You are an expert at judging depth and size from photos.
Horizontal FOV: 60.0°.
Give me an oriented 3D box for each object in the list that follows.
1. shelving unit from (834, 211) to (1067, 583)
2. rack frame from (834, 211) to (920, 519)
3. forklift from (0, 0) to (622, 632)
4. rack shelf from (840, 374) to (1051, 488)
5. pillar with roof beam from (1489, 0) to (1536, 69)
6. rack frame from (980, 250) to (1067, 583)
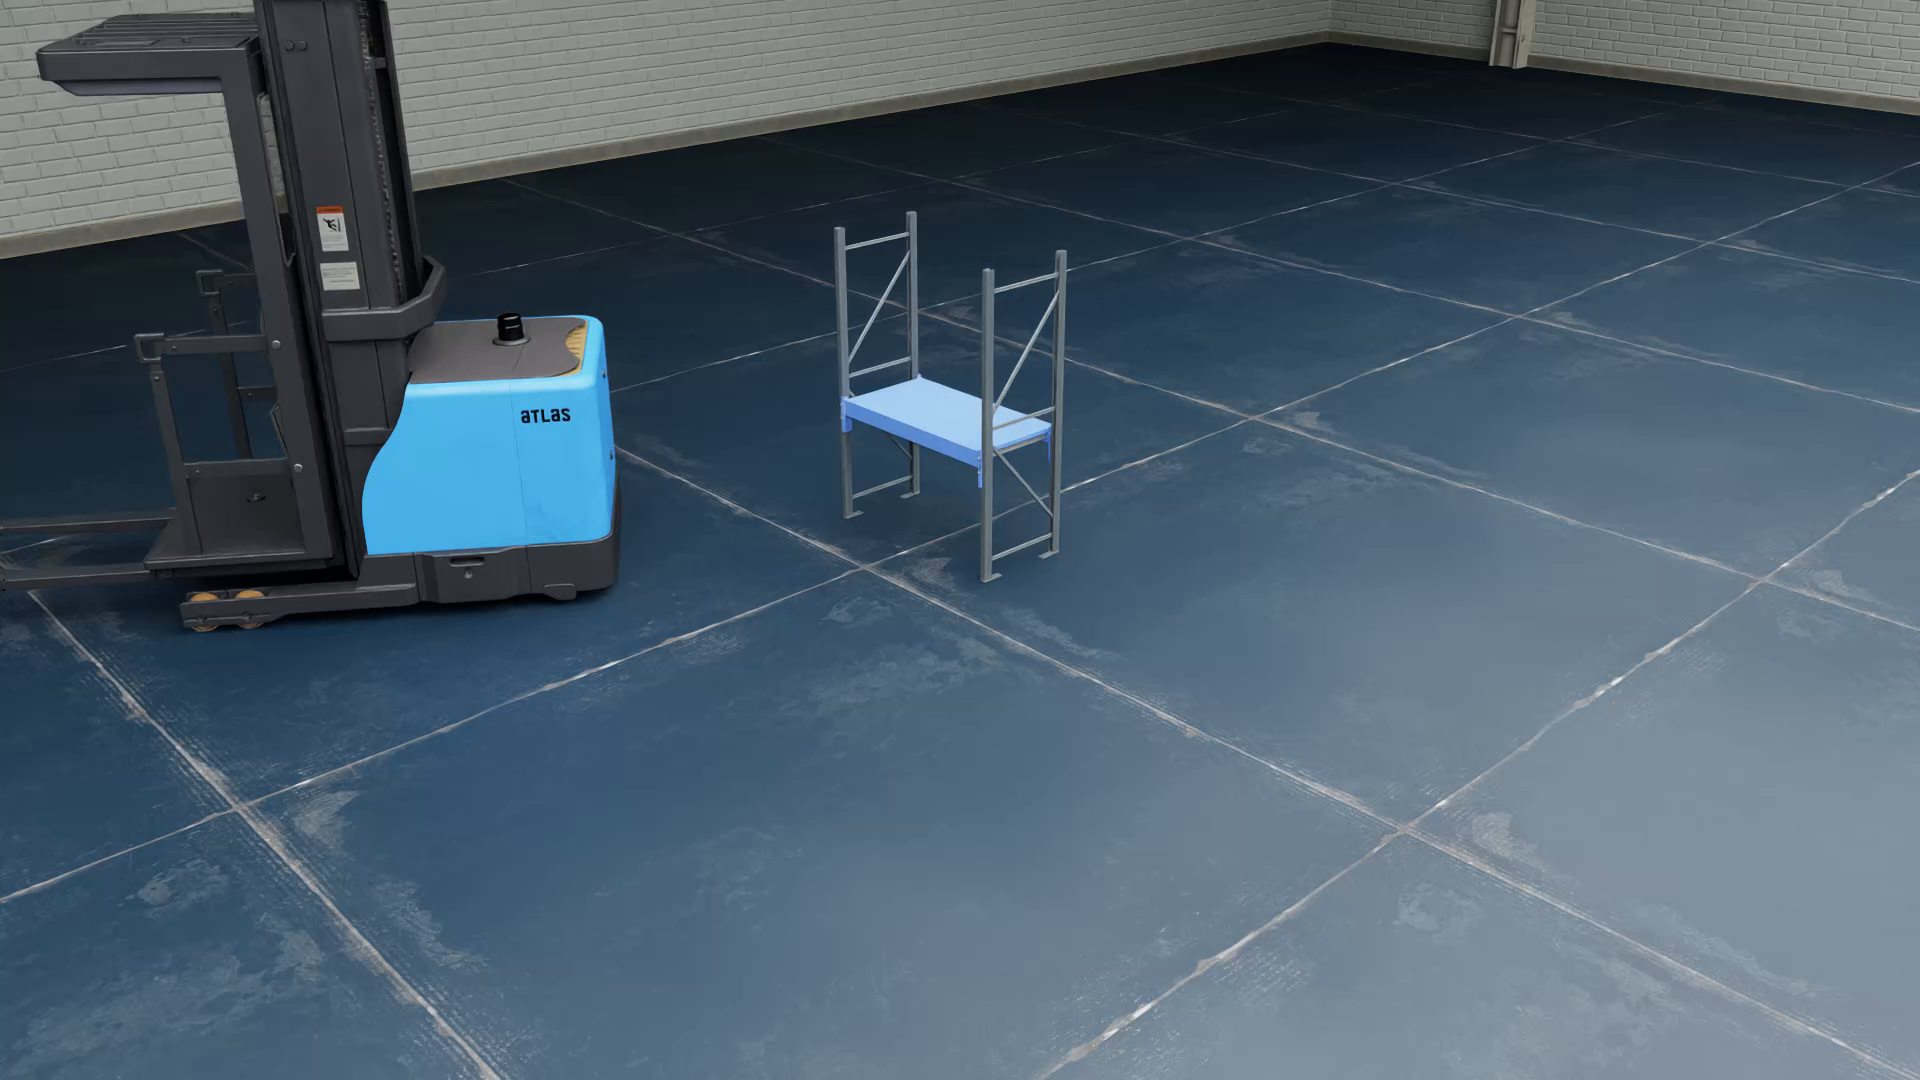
[{"bbox_3d":[-0.058,-0.708,7.995,0.538,1.500,1.048,-21,32,-38],"label":"shelving unit"},{"bbox_3d":[-0.406,-0.862,8.333,0.500,1.500,0.032,-21,32,-38],"label":"rack frame"},{"bbox_3d":[-3.146,-1.164,7.269,3.031,2.935,1.130,-4,25,-8],"label":"forklift"},{"bbox_3d":[-0.058,-0.545,8.070,0.538,0.185,1.000,-21,32,-38],"label":"rack shelf"},{"bbox_3d":[4.110,-9.149,17.464,9.100,9.000,0.400,-21,32,-38],"label":"pillar with roof beam"},{"bbox_3d":[0.289,-0.554,7.658,0.500,1.500,0.032,-21,32,-38],"label":"rack frame"}]
